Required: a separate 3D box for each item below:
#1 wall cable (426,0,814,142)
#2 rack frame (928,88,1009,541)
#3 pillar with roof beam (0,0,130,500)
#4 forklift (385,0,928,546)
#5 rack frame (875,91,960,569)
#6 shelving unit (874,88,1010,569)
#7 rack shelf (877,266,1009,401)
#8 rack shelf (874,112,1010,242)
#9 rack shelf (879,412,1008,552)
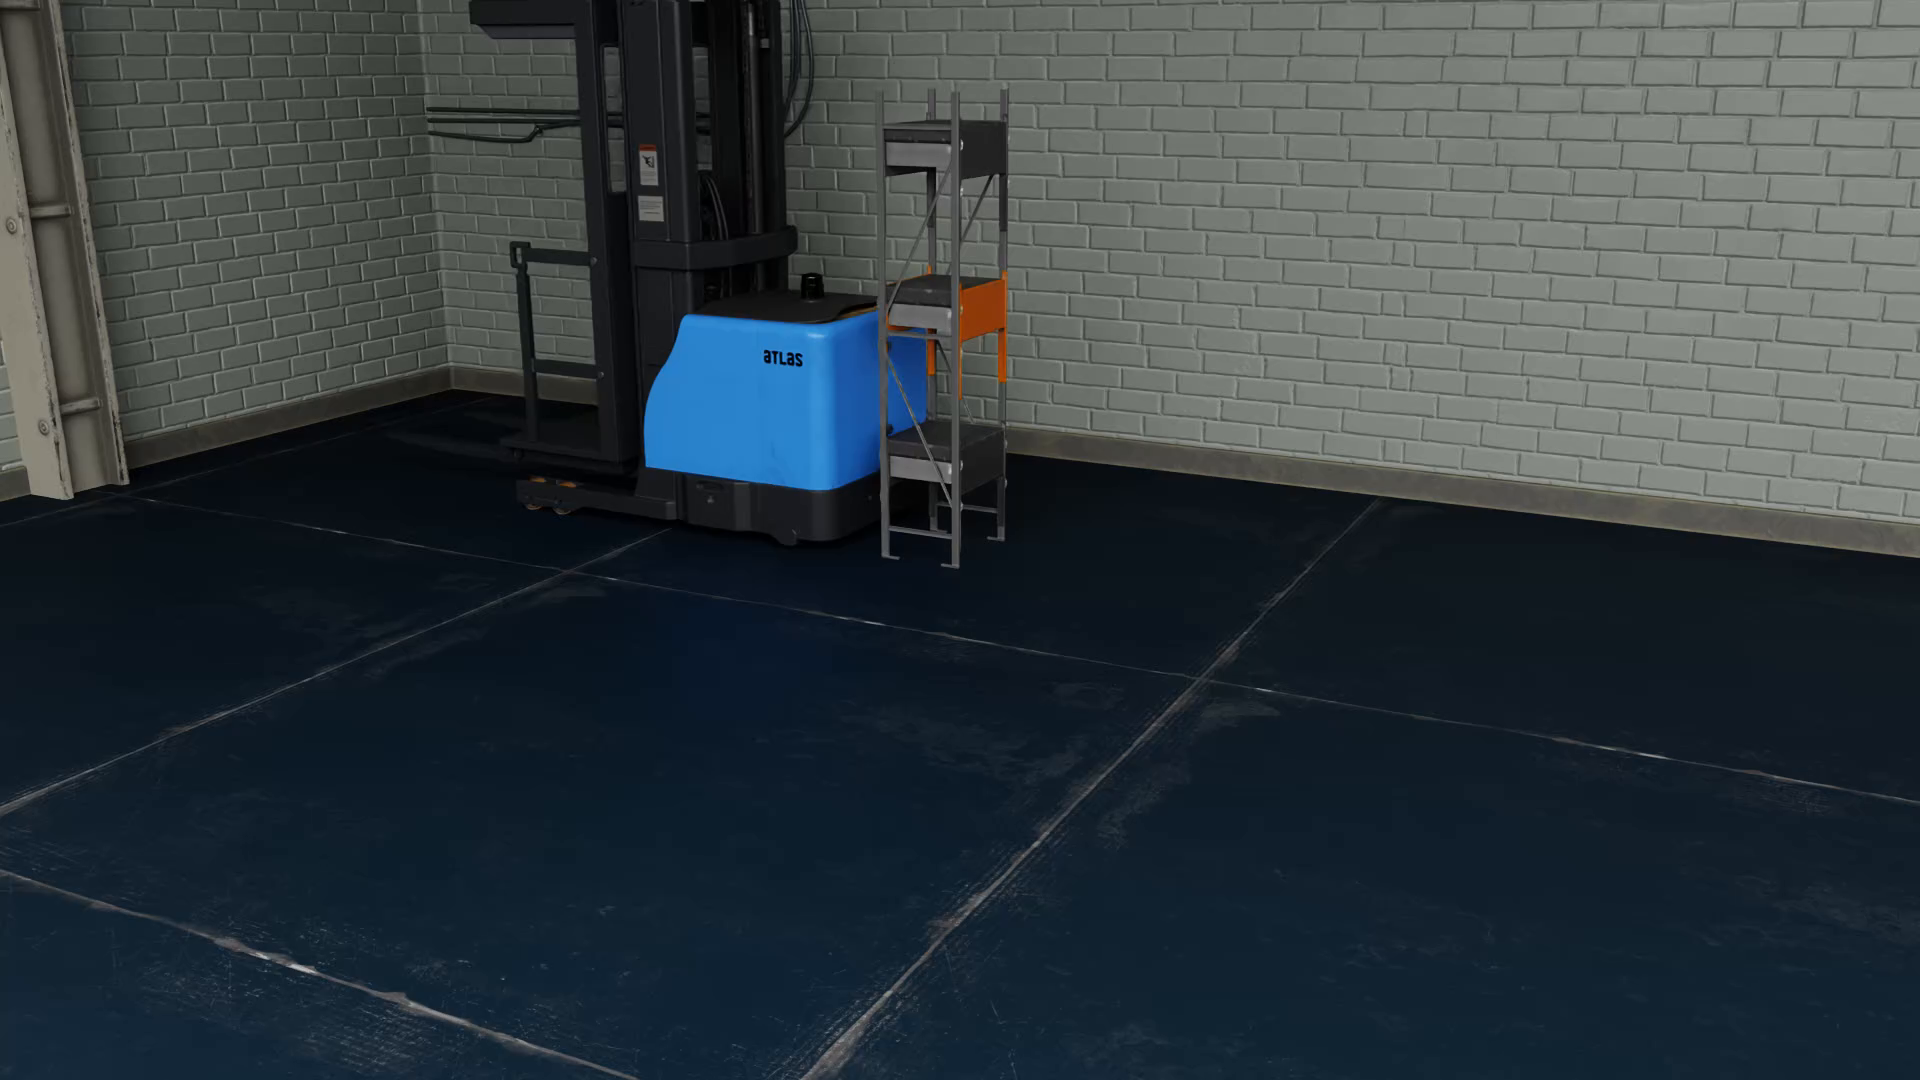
[{"bbox_3d":[-2.248,-3.687,10.087,3.097,2.526,0.112,8,18,25],"label":"wall cable"},{"bbox_3d":[0.035,-1.027,7.793,0.400,2.100,0.015,8,18,25],"label":"rack frame"},{"bbox_3d":[-0.896,-4.046,5.841,9.100,9.000,0.400,8,18,25],"label":"pillar with roof beam"},{"bbox_3d":[-1.696,-1.654,8.444,3.031,2.935,1.130,9,19,27],"label":"forklift"},{"bbox_3d":[-0.183,-0.902,7.374,0.400,2.100,0.015,8,18,25],"label":"rack frame"},{"bbox_3d":[-0.074,-0.964,7.583,0.431,2.100,0.503,8,18,25],"label":"shelving unit"},{"bbox_3d":[-0.074,-0.951,7.587,0.431,0.518,0.480,8,18,25],"label":"rack shelf"},{"bbox_3d":[-0.074,-1.622,7.388,0.431,0.518,0.480,8,18,25],"label":"rack shelf"},{"bbox_3d":[-0.074,-0.280,7.787,0.431,0.518,0.480,8,18,25],"label":"rack shelf"}]
